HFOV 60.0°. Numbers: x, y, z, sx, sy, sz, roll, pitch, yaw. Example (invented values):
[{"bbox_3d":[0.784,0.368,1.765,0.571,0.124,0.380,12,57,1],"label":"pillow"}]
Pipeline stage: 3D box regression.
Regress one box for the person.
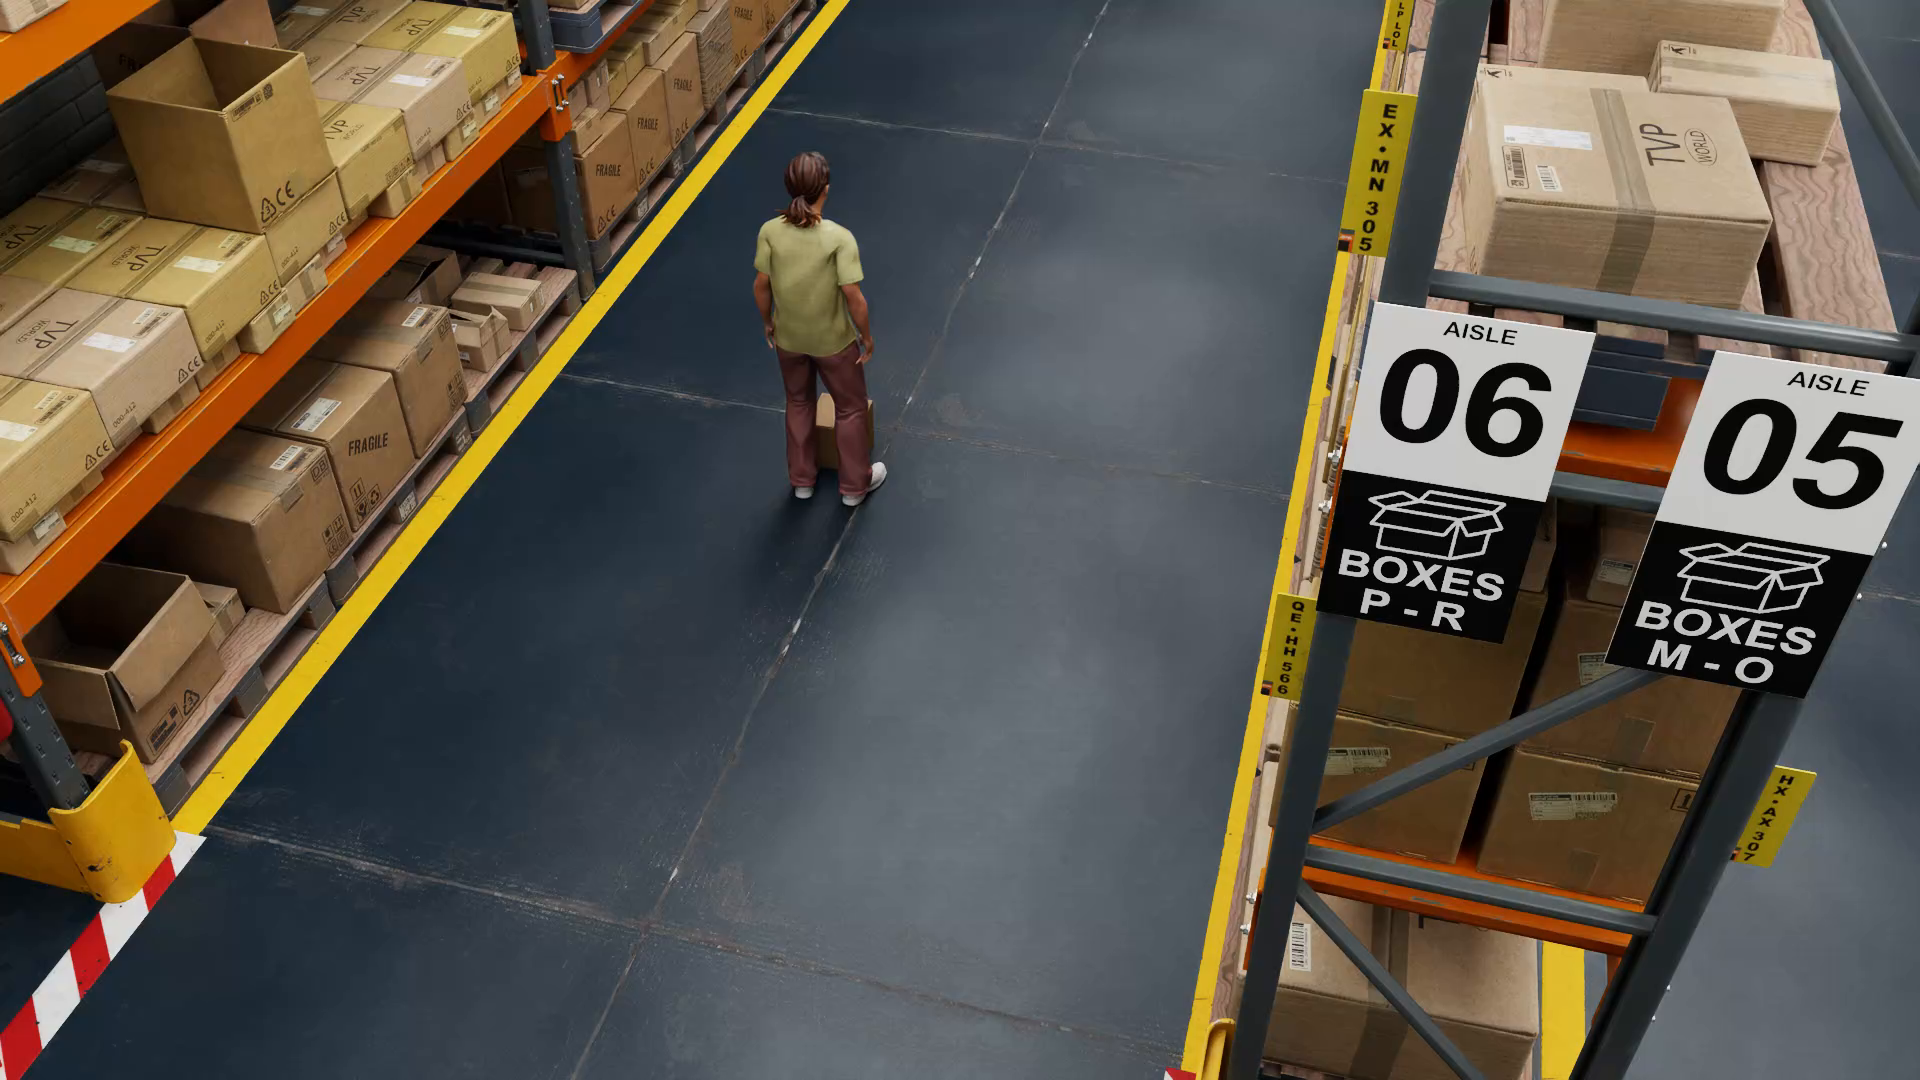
[{"bbox_3d":[-0.613,-0.880,7.165,0.499,1.673,0.357,10,42,12],"label":"person"}]
